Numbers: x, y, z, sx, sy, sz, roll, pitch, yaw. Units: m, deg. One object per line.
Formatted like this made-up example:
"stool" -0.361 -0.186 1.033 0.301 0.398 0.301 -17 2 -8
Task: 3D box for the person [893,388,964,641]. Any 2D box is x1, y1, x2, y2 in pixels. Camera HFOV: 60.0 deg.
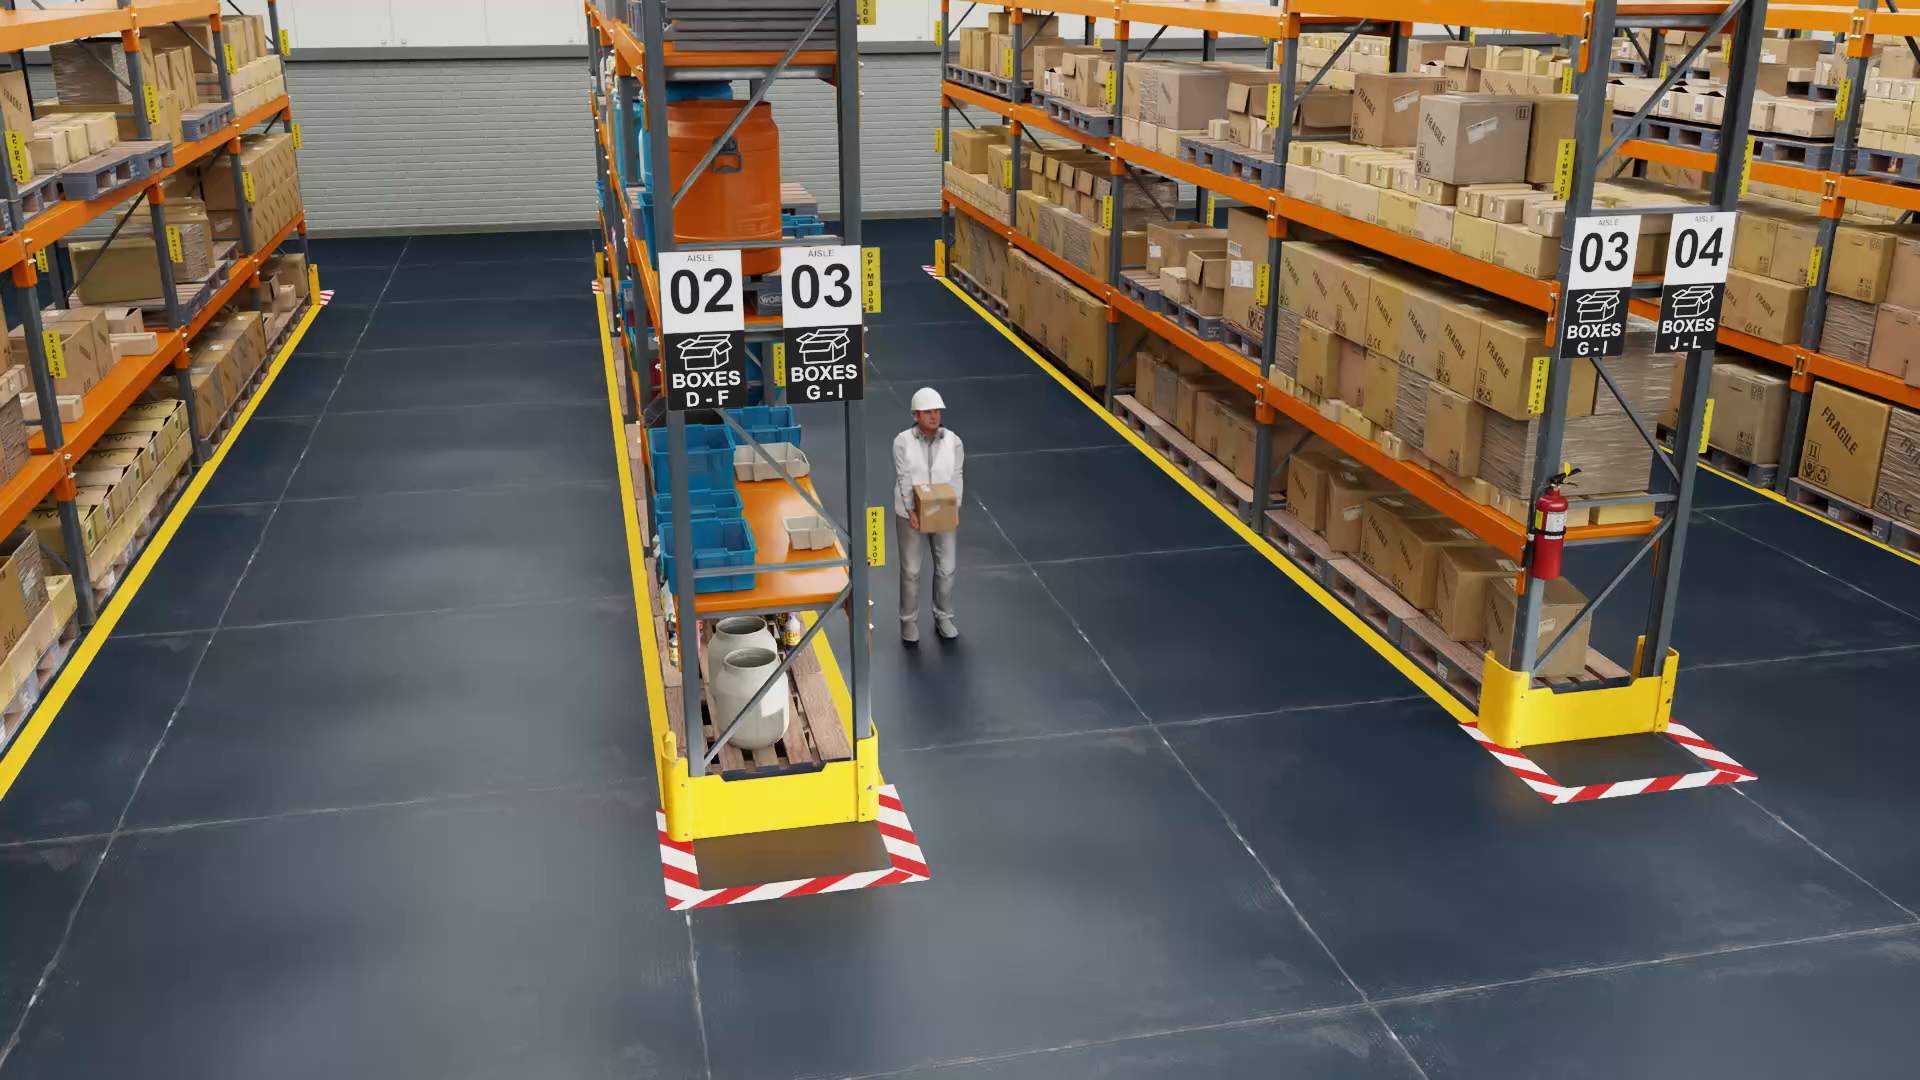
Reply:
"person" -0.195 -0.153 11.473 0.494 1.767 0.545 -4 20 -12
